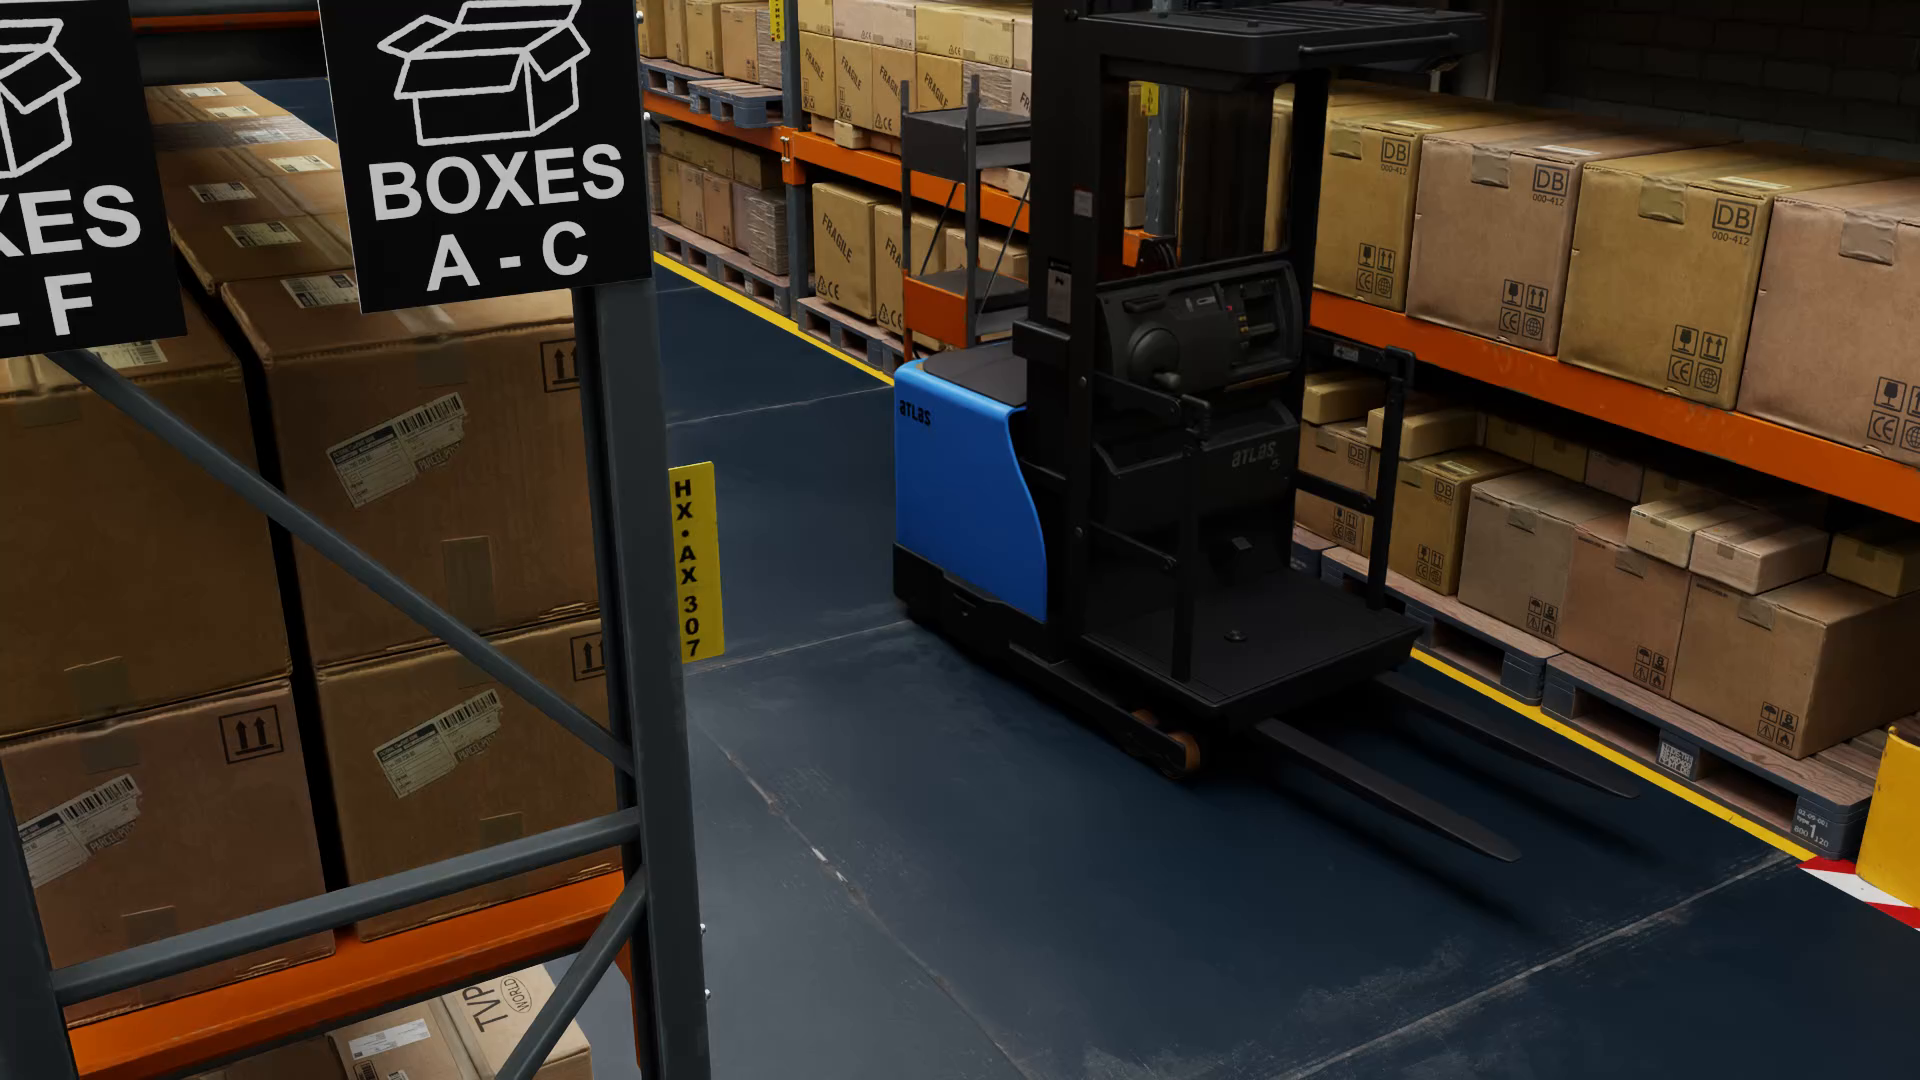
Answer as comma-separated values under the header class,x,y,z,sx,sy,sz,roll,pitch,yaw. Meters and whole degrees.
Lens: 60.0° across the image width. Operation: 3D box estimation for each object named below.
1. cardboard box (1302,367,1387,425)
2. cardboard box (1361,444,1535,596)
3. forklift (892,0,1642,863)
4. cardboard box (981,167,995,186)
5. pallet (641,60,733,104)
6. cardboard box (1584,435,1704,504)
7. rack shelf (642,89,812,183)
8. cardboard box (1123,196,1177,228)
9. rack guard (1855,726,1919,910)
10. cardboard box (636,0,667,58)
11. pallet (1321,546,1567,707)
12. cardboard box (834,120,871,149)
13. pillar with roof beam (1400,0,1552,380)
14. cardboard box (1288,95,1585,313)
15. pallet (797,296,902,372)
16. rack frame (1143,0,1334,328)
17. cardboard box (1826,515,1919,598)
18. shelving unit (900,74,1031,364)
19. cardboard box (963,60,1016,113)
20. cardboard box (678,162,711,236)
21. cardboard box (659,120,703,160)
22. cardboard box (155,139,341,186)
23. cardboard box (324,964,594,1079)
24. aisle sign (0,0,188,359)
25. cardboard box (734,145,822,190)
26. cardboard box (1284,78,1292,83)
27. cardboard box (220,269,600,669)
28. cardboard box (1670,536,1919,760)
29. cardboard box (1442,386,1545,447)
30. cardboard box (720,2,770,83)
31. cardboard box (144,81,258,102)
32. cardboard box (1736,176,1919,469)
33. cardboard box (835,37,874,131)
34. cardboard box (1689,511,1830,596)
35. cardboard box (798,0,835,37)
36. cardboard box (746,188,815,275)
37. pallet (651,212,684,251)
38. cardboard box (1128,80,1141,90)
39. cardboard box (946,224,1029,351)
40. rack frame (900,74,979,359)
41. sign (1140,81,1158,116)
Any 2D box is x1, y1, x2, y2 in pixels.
class,x,y,z,sx,sy,sz,roll,pitch,yaw
cardboard box,1.638,-0.633,7.285,0.380,0.149,0.250,-12,25,-26
cardboard box,2.134,-0.148,6.955,0.700,0.500,0.500,-12,25,-27
forklift,0.993,-0.737,5.733,1.130,2.935,3.031,-15,27,-33
cardboard box,0.299,-2.071,9.230,0.380,0.149,0.250,-13,26,-30
pallet,-1.763,-3.542,12.797,1.003,0.211,1.213,-13,25,-28
cardboard box,2.644,-0.278,6.412,0.380,0.149,0.250,-12,25,-27
rack shelf,-1.739,-3.312,12.932,1.077,0.370,4.000,-13,25,-28
cardboard box,0.910,-1.651,8.197,0.380,0.149,0.250,-12,25,-28
rack guard,3.382,0.757,5.284,1.175,0.500,0.348,-13,25,-28
cardboard box,-2.250,-4.190,13.418,0.700,0.500,0.500,-10,24,-23
pallet,2.275,0.245,6.928,1.003,0.211,1.213,-13,25,-28
cardboard box,-0.564,-2.554,10.419,0.380,0.149,0.250,-12,25,-27
pillar with roof beam,-1.273,-3.594,4.704,9.100,9.000,0.400,-13,25,-28
cardboard box,1.958,-1.426,6.938,0.980,0.700,0.700,-13,26,-30
pallet,-0.379,-1.437,11.066,1.003,0.211,1.213,-13,25,-28
rack frame,1.326,-1.703,8.018,1.000,3.000,0.127,-13,25,-28
cardboard box,3.162,0.049,5.608,0.380,0.149,0.250,-12,25,-28
shelving unit,0.056,-0.927,7.304,0.431,2.100,0.503,-15,26,-32
cardboard box,0.355,-2.325,8.994,0.500,0.500,0.500,-13,25,-28
cardboard box,-1.837,-2.773,13.386,0.700,0.500,0.500,-12,25,-28
cardboard box,-2.142,-3.309,13.709,0.500,0.250,0.500,-13,26,-29
cardboard box,-1.672,-0.653,3.974,0.500,0.500,0.500,-13,25,-29
cardboard box,-1.176,1.223,3.886,0.500,0.250,0.500,-13,25,-28
aisle sign,-1.116,-0.578,1.797,0.394,0.787,0.004,-13,25,-28
cardboard box,-1.367,-2.811,12.483,0.500,0.250,0.500,-12,25,-27
cardboard box,1.308,-2.094,8.426,0.500,0.500,0.500,-14,26,-30
cardboard box,-0.887,-0.158,2.757,0.500,0.500,0.500,-12,25,-27
cardboard box,2.926,0.348,5.735,0.700,0.500,0.500,-13,25,-28
cardboard box,2.251,-0.526,7.023,0.380,0.149,0.250,-12,25,-28
cardboard box,-1.274,-3.574,11.904,0.700,0.500,0.500,-15,27,-33
cardboard box,-2.449,-1.145,5.184,0.500,0.500,0.500,-12,25,-28
cardboard box,3.101,-0.711,5.178,0.980,0.700,0.700,-11,25,-26
cardboard box,-0.429,-2.814,10.196,0.500,0.500,0.500,-12,25,-26
cardboard box,2.704,0.041,5.628,0.380,0.149,0.250,-13,25,-29
cardboard box,-0.692,-3.333,10.478,0.500,0.250,0.500,-12,25,-27
cardboard box,-1.130,-2.267,12.141,0.700,0.500,0.500,-12,25,-27
pallet,-2.361,-2.749,14.296,1.003,0.211,1.213,-13,25,-28
cardboard box,0.868,-2.346,8.050,0.500,0.250,0.500,-12,25,-27
cardboard box,0.426,-1.375,9.507,0.750,0.750,0.750,-12,25,-27
rack frame,-0.084,-1.002,7.489,0.400,2.100,0.015,-15,26,-32
sign,0.865,-2.096,7.551,0.100,0.325,0.005,-13,25,-28
